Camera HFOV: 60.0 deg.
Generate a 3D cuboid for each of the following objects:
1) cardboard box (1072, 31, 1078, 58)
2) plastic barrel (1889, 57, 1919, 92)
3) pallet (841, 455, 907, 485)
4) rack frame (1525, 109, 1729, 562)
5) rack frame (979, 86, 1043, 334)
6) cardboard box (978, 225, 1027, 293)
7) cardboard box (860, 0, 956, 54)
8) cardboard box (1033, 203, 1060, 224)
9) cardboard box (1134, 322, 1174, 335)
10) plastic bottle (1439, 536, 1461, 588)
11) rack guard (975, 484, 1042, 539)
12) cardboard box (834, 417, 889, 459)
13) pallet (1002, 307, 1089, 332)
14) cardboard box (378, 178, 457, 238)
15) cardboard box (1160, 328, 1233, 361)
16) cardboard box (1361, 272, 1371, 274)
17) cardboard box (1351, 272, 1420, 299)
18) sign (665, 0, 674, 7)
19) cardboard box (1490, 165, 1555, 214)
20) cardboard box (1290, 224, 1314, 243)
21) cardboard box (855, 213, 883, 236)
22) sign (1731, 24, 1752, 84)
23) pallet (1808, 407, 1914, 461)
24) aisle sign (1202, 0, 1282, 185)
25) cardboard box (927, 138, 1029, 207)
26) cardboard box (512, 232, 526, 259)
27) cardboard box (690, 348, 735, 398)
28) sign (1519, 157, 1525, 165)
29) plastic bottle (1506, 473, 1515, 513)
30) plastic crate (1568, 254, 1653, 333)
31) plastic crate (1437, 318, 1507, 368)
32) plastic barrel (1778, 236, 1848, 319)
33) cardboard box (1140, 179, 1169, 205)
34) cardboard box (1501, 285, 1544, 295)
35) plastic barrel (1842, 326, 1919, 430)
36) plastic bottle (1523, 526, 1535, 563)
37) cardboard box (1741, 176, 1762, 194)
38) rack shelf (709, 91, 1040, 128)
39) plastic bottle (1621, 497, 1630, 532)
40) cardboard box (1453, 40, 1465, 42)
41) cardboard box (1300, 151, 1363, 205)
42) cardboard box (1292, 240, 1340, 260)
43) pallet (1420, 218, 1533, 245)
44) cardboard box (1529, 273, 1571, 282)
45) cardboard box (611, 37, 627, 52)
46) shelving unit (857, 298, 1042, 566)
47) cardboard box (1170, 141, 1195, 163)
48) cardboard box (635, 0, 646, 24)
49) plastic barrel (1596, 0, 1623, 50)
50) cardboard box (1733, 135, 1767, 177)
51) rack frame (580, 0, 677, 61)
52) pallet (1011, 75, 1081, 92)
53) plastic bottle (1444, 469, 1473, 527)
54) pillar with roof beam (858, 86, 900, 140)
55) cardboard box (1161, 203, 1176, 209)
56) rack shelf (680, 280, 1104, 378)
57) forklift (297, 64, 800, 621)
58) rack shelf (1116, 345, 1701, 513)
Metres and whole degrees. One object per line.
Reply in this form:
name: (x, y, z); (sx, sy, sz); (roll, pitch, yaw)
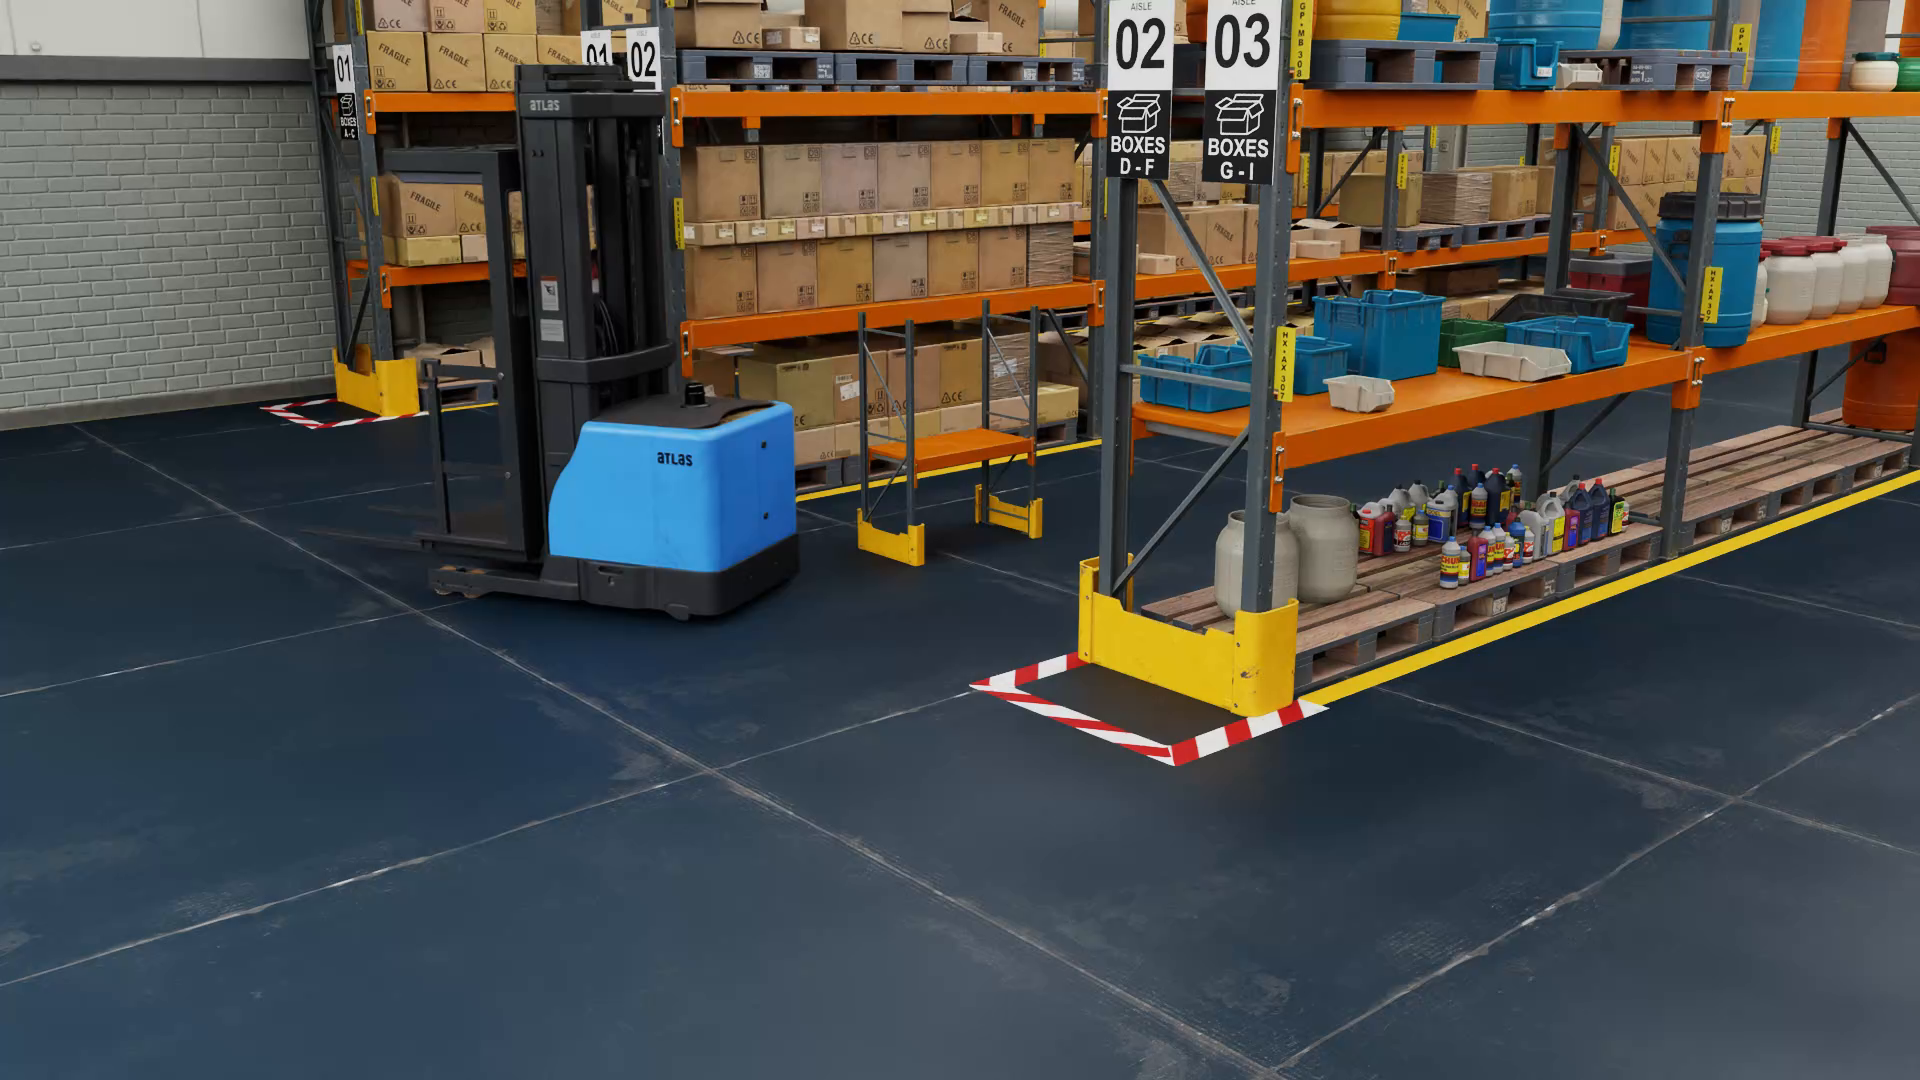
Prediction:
cardboard box: (1.289, -5.931, 20.283); (0.500, 0.500, 0.700); (-14, 20, -42)
plastic barrel: (6.947, -3.421, 12.235); (0.294, 0.245, 0.294); (0, 15, 0)
pallet: (-0.715, -0.705, 12.980); (1.213, 0.211, 1.003); (-13, 19, -39)
rack frame: (4.082, -1.421, 10.259); (0.127, 3.000, 1.000); (-13, 19, -39)
rack frame: (0.596, -4.028, 20.016); (0.127, 3.000, 1.000); (-13, 19, -39)
cardboard box: (0.109, -2.268, 13.233); (0.500, 0.500, 0.700); (-13, 20, -40)
cardboard box: (-0.492, -3.902, 12.446); (0.637, 0.503, 0.797); (-10, 18, -33)
cardboard box: (0.581, -2.619, 13.291); (0.250, 0.149, 0.380); (-13, 20, -41)
cardboard box: (1.717, -1.830, 15.215); (0.500, 0.311, 0.500); (-13, 20, -40)
plastic bottle: (2.637, 0.115, 8.940); (0.097, 0.271, 0.097); (0, 15, 0)
rack guard: (0.318, -0.192, 10.985); (0.087, 0.250, 0.587); (-13, 19, -39)
cardboard box: (-0.882, -0.801, 12.450); (0.500, 0.250, 0.500); (-13, 19, -39)
pallet: (1.240, -2.799, 20.821); (1.213, 0.211, 1.003); (-13, 19, -39)
cardboard box: (-4.882, -2.994, 14.946); (0.500, 0.500, 0.500); (-13, 19, -39)
cardboard box: (2.079, -1.725, 14.823); (0.500, 0.311, 0.500); (-14, 20, -41)
cardboard box: (5.791, -4.155, 24.524); (0.500, 0.500, 0.700); (-13, 20, -40)
cardboard box: (4.442, -2.646, 17.380); (0.500, 0.250, 0.500); (-12, 19, -37)
sign: (-1.825, -3.509, 10.416); (0.005, 0.325, 0.100); (-13, 19, -39)
cardboard box: (6.364, -3.956, 18.741); (0.700, 0.500, 0.500); (8, 17, 28)
cardboard box: (3.049, -2.907, 15.994); (0.500, 0.311, 0.500); (-13, 20, -40)
cardboard box: (-0.777, -2.314, 12.148); (0.250, 0.149, 0.380); (-13, 20, -40)
sign: (4.435, -2.766, 9.463); (0.005, 0.325, 0.100); (-13, 19, -39)
pallet: (7.667, -0.894, 13.686); (1.213, 0.211, 1.003); (-13, 19, -39)
aisle sign: (1.202, -1.931, 7.128); (0.004, 0.787, 0.394); (-13, 19, -39)
cardboard box: (0.122, -2.899, 13.084); (0.500, 0.500, 0.700); (-13, 20, -39)
cardboard box: (-4.092, -2.806, 15.696); (0.500, 0.250, 0.500); (-13, 20, -40)
cardboard box: (-1.975, -1.094, 12.096); (0.500, 0.500, 0.500); (-13, 19, -39)
sign: (6.506, -4.264, 19.224); (0.005, 0.325, 0.100); (-13, 19, -39)
plastic bottle: (3.398, -0.272, 10.368); (0.133, 0.283, 0.061); (-13, 19, -39)
plastic crate: (4.246, -1.594, 10.781); (0.583, 0.464, 0.402); (-13, 19, -39)
plastic crate: (2.872, -1.144, 9.631); (0.662, 0.188, 0.450); (-13, 19, -39)
plastic barrel: (5.827, -1.804, 11.428); (0.433, 0.535, 0.433); (0, 15, 0)
cardboard box: (2.294, -4.522, 21.059); (0.500, 0.500, 0.500); (-12, 19, -38)
cardboard box: (6.305, -2.525, 18.382); (0.500, 0.500, 0.500); (-13, 19, -39)
plastic barrel: (7.457, -1.340, 13.344); (0.708, 0.830, 0.600); (-13, 19, -39)
plastic bottle: (3.200, 0.022, 9.423); (0.097, 0.201, 0.097); (0, 15, 0)
cardboard box: (9.726, -4.339, 20.987); (0.500, 0.500, 0.500); (-12, 19, -38)
rack shelf: (-0.913, -4.791, 18.454); (4.000, 0.370, 1.077); (-13, 19, -39)
plastic bottle: (4.013, -0.160, 10.106); (0.097, 0.201, 0.097); (0, 15, 0)
cardboard box: (4.542, -4.728, 16.633); (0.500, 0.500, 0.910); (-13, 19, -39)
cardboard box: (5.130, -5.187, 23.774); (0.700, 0.700, 0.980); (-14, 20, -42)
cardboard box: (3.353, -2.736, 15.669); (0.250, 0.149, 0.380); (-13, 19, -39)
pallet: (5.315, -3.302, 17.670); (1.213, 0.211, 1.003); (-13, 19, -39)
cardboard box: (7.112, -2.898, 19.779); (0.500, 0.500, 0.500); (-13, 19, -39)
cardboard box: (-3.423, -4.539, 15.886); (0.500, 0.500, 0.500); (-14, 20, -41)
shelving unit: (-0.058, -0.712, 10.508); (1.083, 1.500, 0.587); (-13, 19, -39)
cardboard box: (2.652, -4.969, 21.279); (0.500, 0.250, 0.500); (-12, 19, -38)
cardboard box: (-3.030, -5.107, 16.075); (0.500, 0.500, 0.500); (-11, 19, -36)
plastic barrel: (3.628, -3.093, 9.673); (0.421, 0.512, 0.421); (0, 15, 0)
cardboard box: (9.730, -4.822, 20.857); (0.500, 0.500, 0.500); (-13, 20, -40)
rack frame: (-2.184, -4.607, 10.561); (0.127, 3.000, 1.000); (-13, 19, -39)
pallet: (1.047, -5.505, 20.101); (1.003, 0.211, 1.213); (-12, 19, -37)
plastic bottle: (3.058, -0.266, 10.215); (0.185, 0.351, 0.144); (-14, 20, -42)
pillar with roof beam: (1.873, -6.036, 15.911); (0.400, 9.000, 9.100); (-13, 19, -39)
cardboard box: (2.557, -4.275, 21.389); (0.250, 0.149, 0.380); (-13, 20, -41)
rack shelf: (-0.676, -1.700, 12.696); (4.000, 0.370, 1.077); (-13, 19, -39)
forklift: (-2.511, -1.200, 9.562); (3.031, 2.935, 1.130); (6, 16, 21)
rack shelf: (2.573, -0.735, 9.083); (4.000, 0.370, 1.077); (-13, 19, -39)
